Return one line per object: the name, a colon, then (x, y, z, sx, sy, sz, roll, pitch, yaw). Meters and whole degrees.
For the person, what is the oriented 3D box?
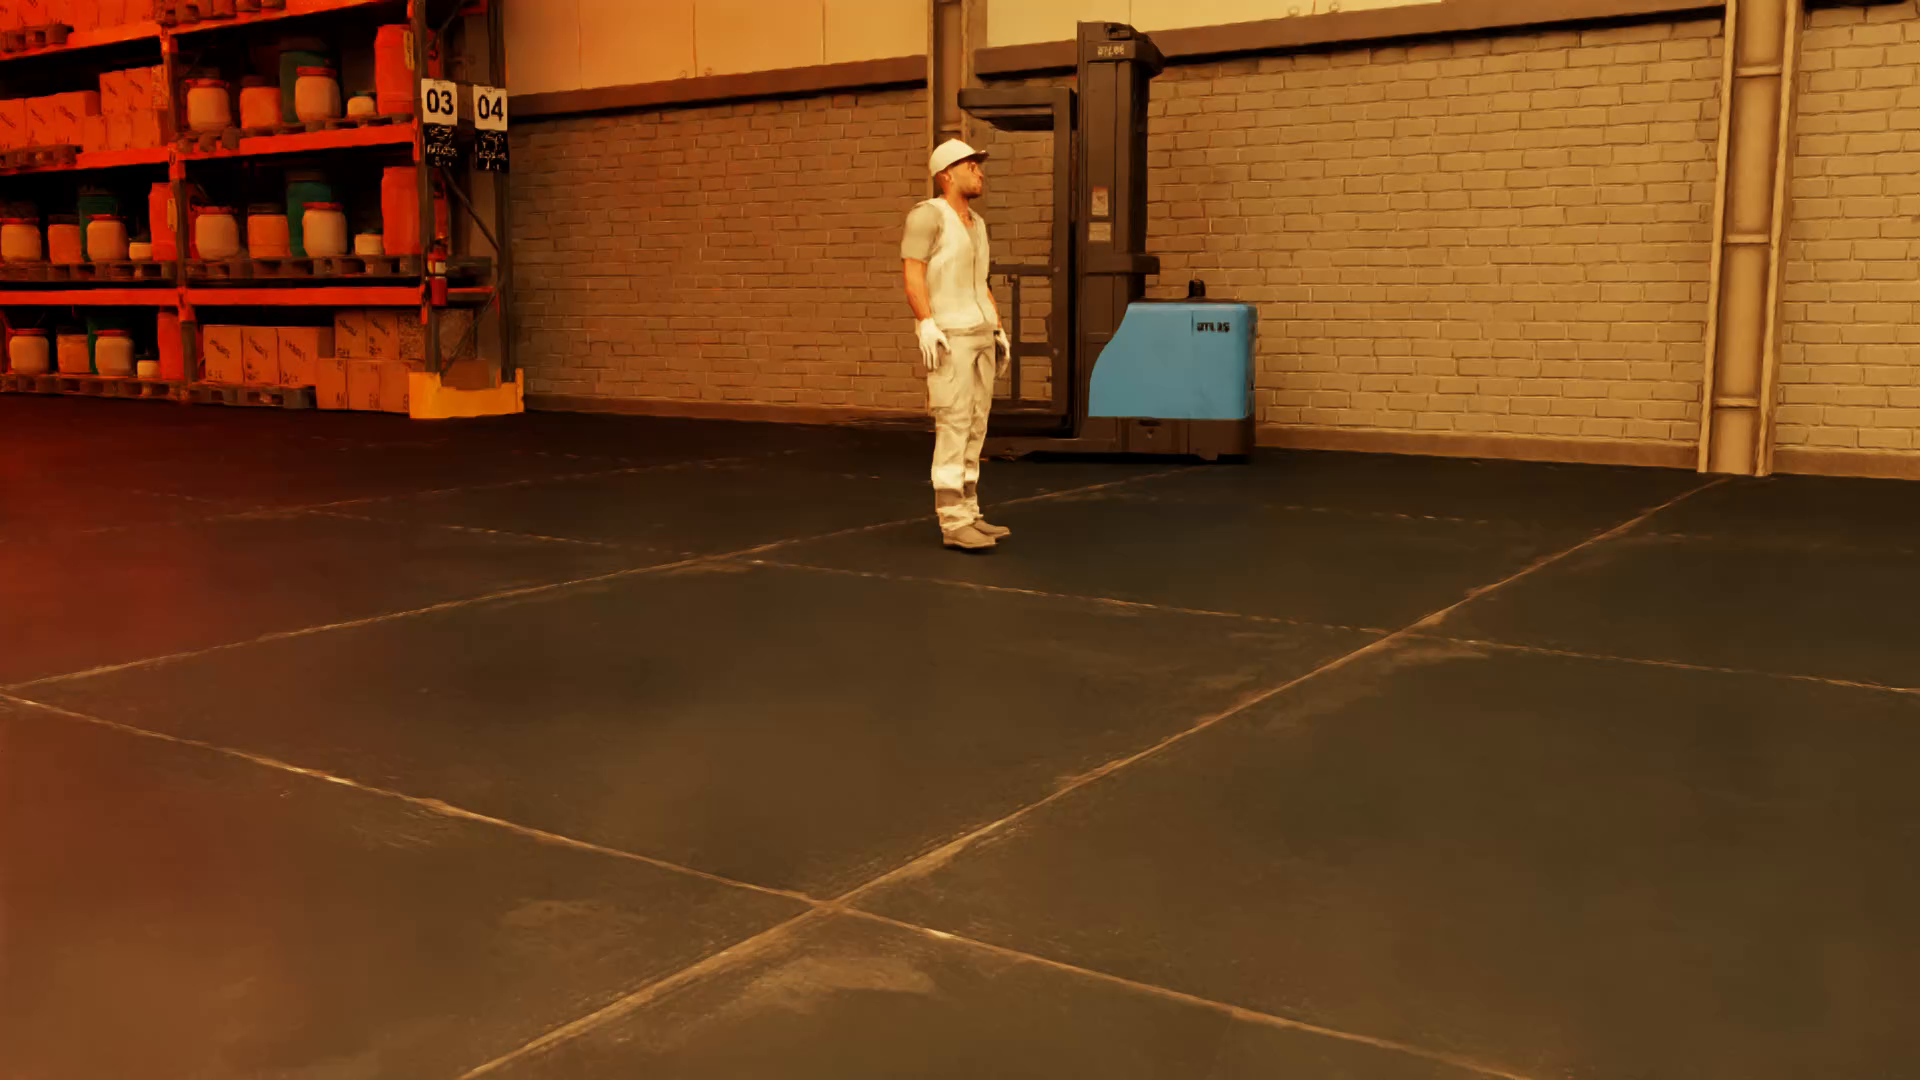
person: (0.060, -0.885, 7.423, 0.563, 1.787, 0.637, 5, 10, 34)

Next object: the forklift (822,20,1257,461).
forklift: (0.554, -2.066, 11.722, 3.031, 2.935, 1.130, 2, 8, 14)
